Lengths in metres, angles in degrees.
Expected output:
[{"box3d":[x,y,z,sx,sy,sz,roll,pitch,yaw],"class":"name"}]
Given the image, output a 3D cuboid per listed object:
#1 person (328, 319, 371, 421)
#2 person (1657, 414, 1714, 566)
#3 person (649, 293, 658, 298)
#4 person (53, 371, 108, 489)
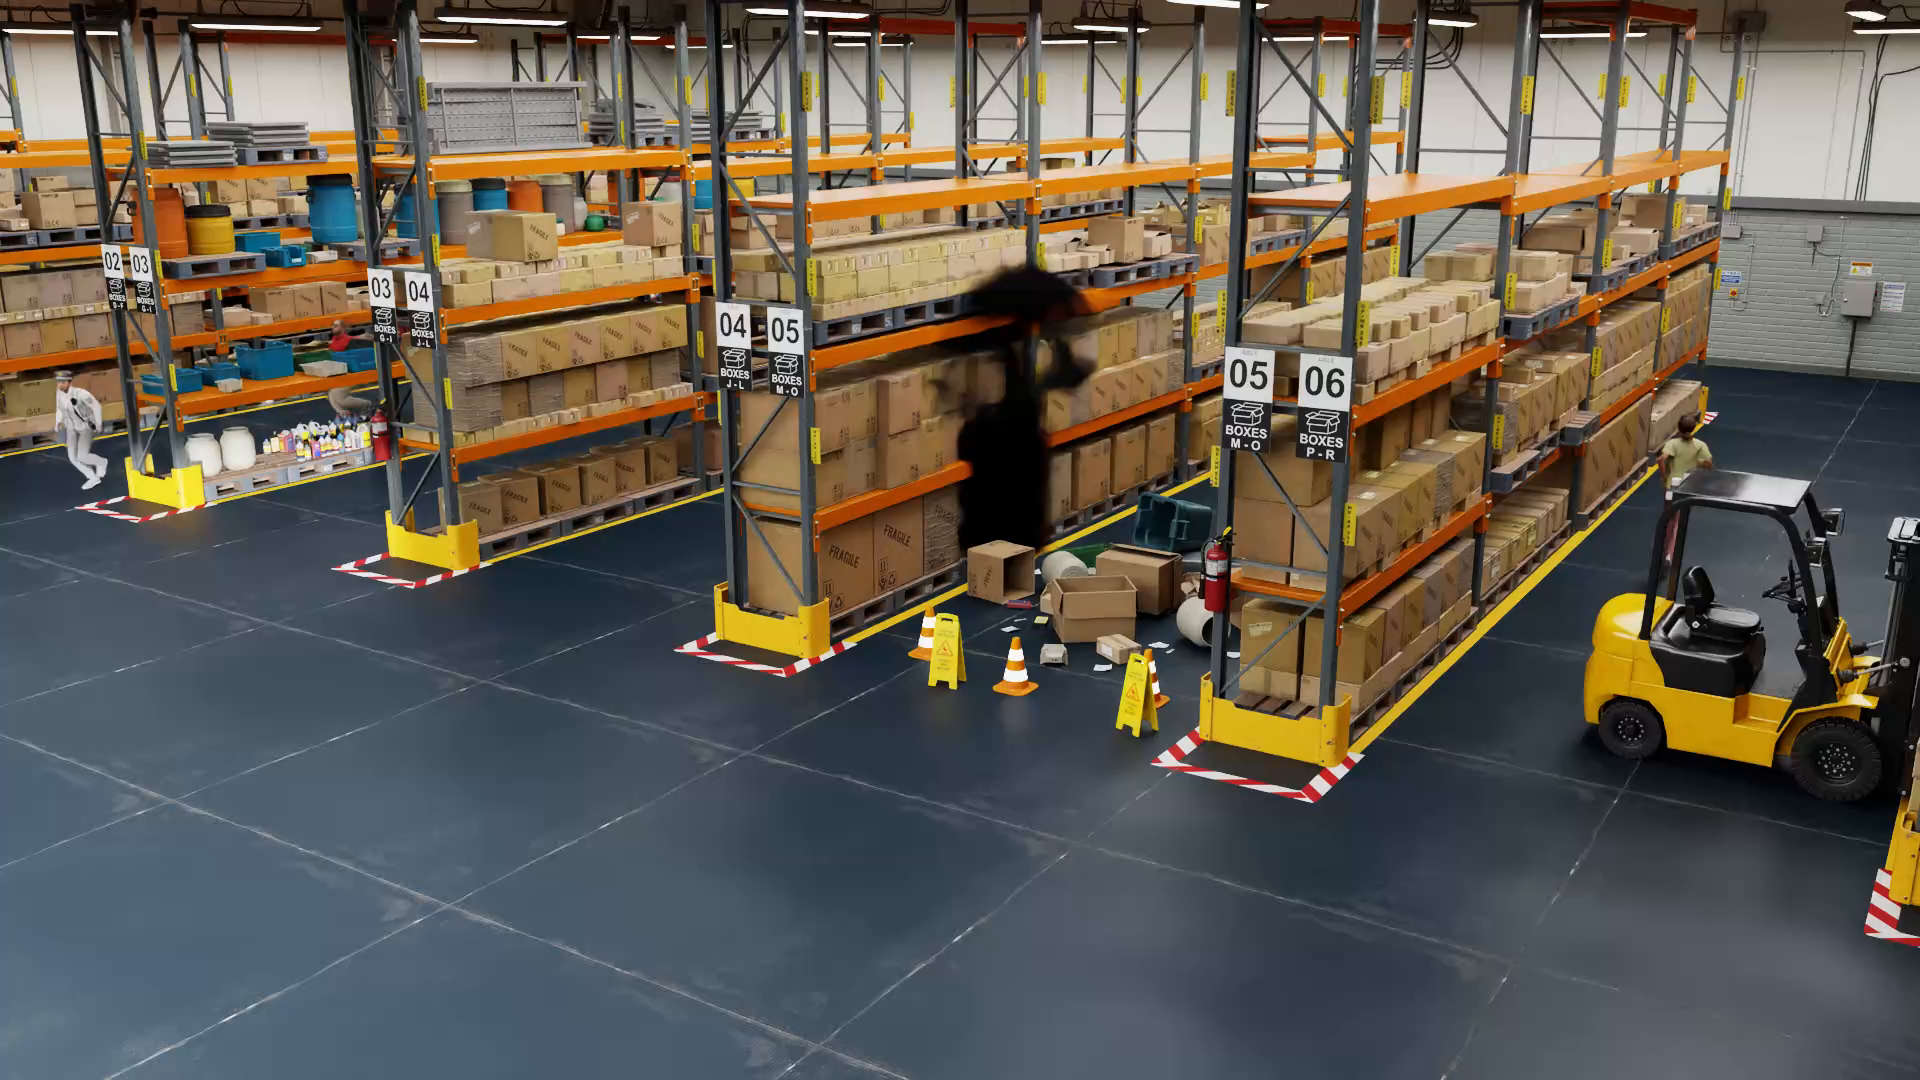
[{"box3d":[-9.283,-2.487,25.077,0.665,1.682,0.578,12,19,36],"class":"person"},{"box3d":[7.774,-0.502,17.903,0.554,1.704,0.874,7,17,24],"class":"person"},{"box3d":[-5.480,-4.071,30.631,0.678,1.748,0.674,12,19,36],"class":"person"},{"box3d":[-11.360,-1.444,21.493,0.592,1.577,0.661,3,16,10],"class":"person"}]
